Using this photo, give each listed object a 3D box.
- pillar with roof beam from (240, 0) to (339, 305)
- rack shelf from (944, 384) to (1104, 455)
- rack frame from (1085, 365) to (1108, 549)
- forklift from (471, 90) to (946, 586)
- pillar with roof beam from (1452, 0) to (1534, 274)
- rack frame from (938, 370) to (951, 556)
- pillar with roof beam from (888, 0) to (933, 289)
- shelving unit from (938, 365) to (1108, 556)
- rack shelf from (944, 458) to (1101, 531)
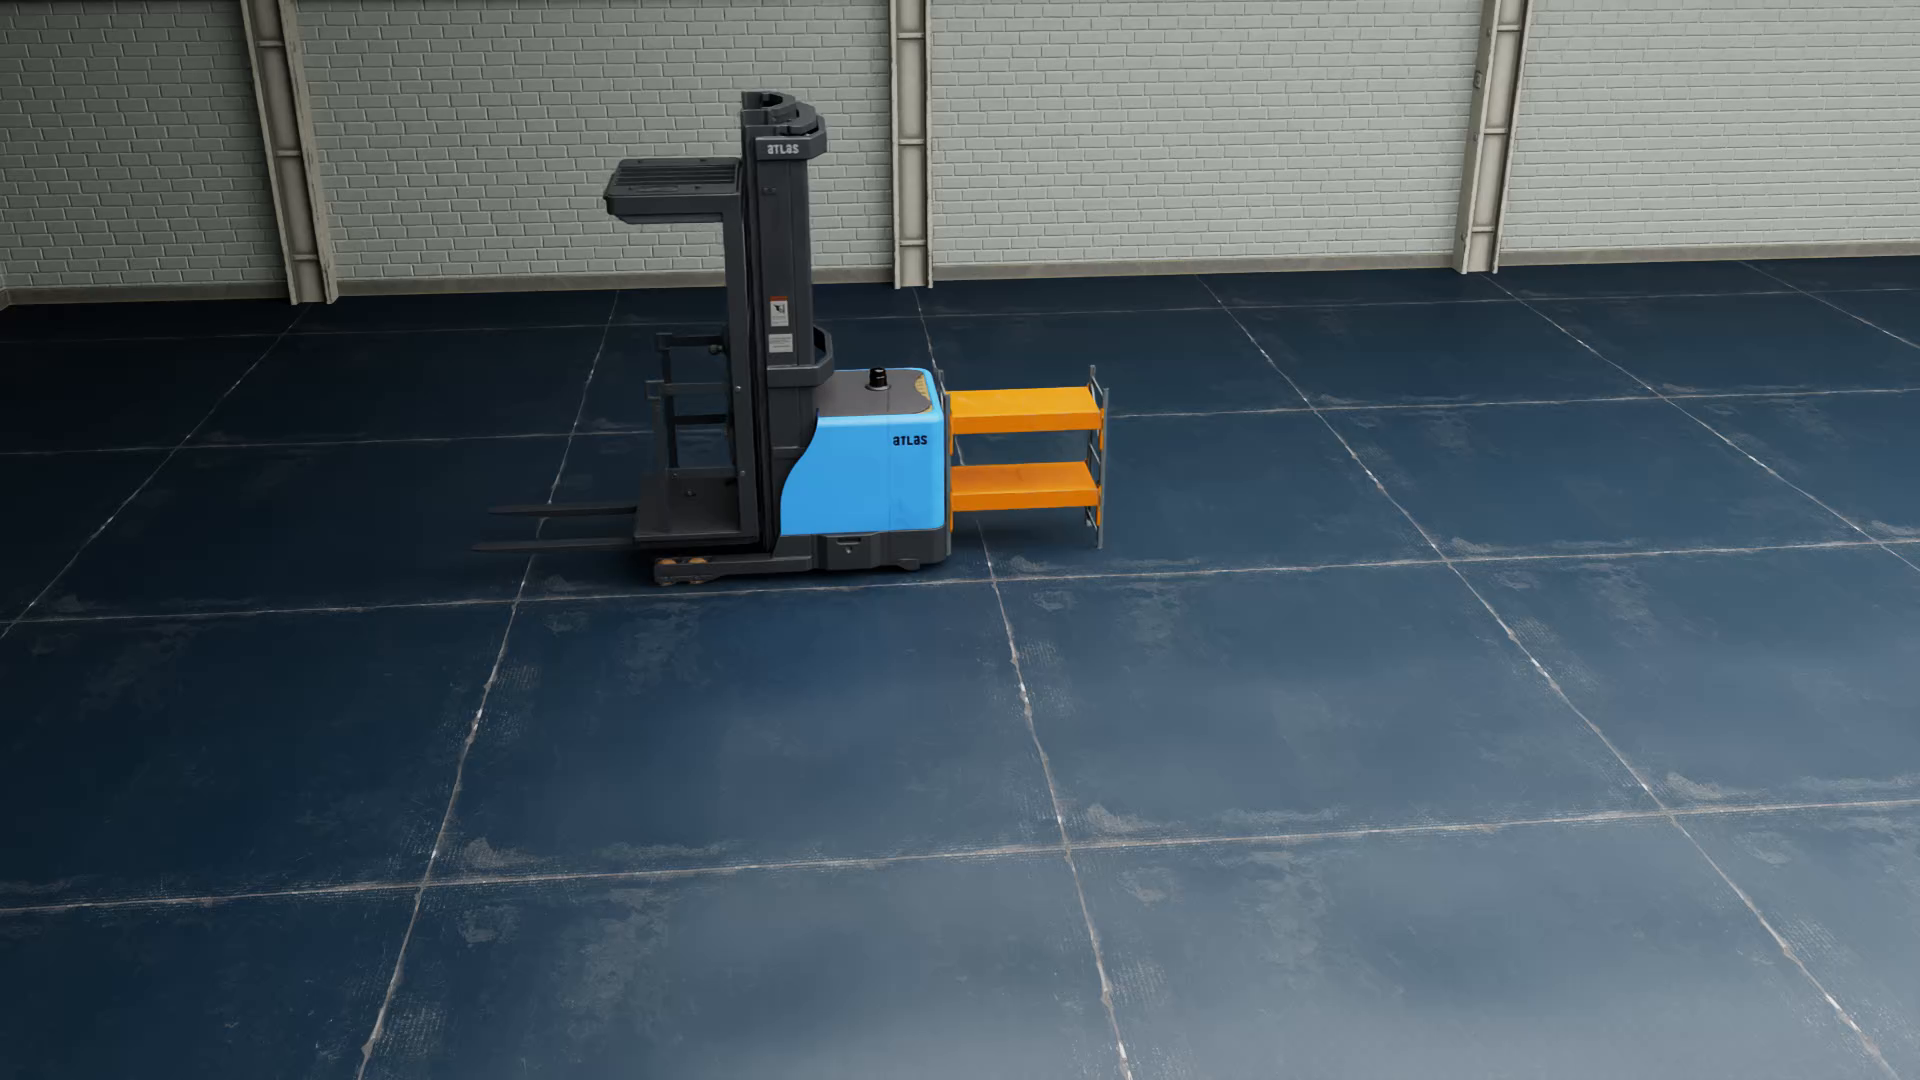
[{"bbox_3d":[-6.036,-4.776,10.916,0.400,9.000,9.100,-2,24,-5],"label":"pillar with roof beam"},{"bbox_3d":[0.404,-0.799,10.942,1.000,0.278,0.538,-2,24,-5],"label":"rack shelf"},{"bbox_3d":[0.910,-0.553,11.109,0.032,1.125,0.500,-2,24,-5],"label":"rack frame"},{"bbox_3d":[-1.639,-1.274,10.507,3.031,2.935,1.130,-2,24,-5],"label":"forklift"},{"bbox_3d":[5.906,-5.255,11.994,0.400,9.000,9.100,-2,24,-5],"label":"pillar with roof beam"},{"bbox_3d":[-0.101,-0.510,11.012,0.032,1.125,0.500,-2,24,-5],"label":"rack frame"},{"bbox_3d":[-0.065,-5.016,11.455,0.400,9.000,9.100,-2,24,-5],"label":"pillar with roof beam"},{"bbox_3d":[0.404,-0.531,11.060,1.048,1.125,0.538,-2,24,-5],"label":"shelving unit"},{"bbox_3d":[0.404,-0.308,11.160,1.000,0.278,0.538,-2,24,-5],"label":"rack shelf"}]
